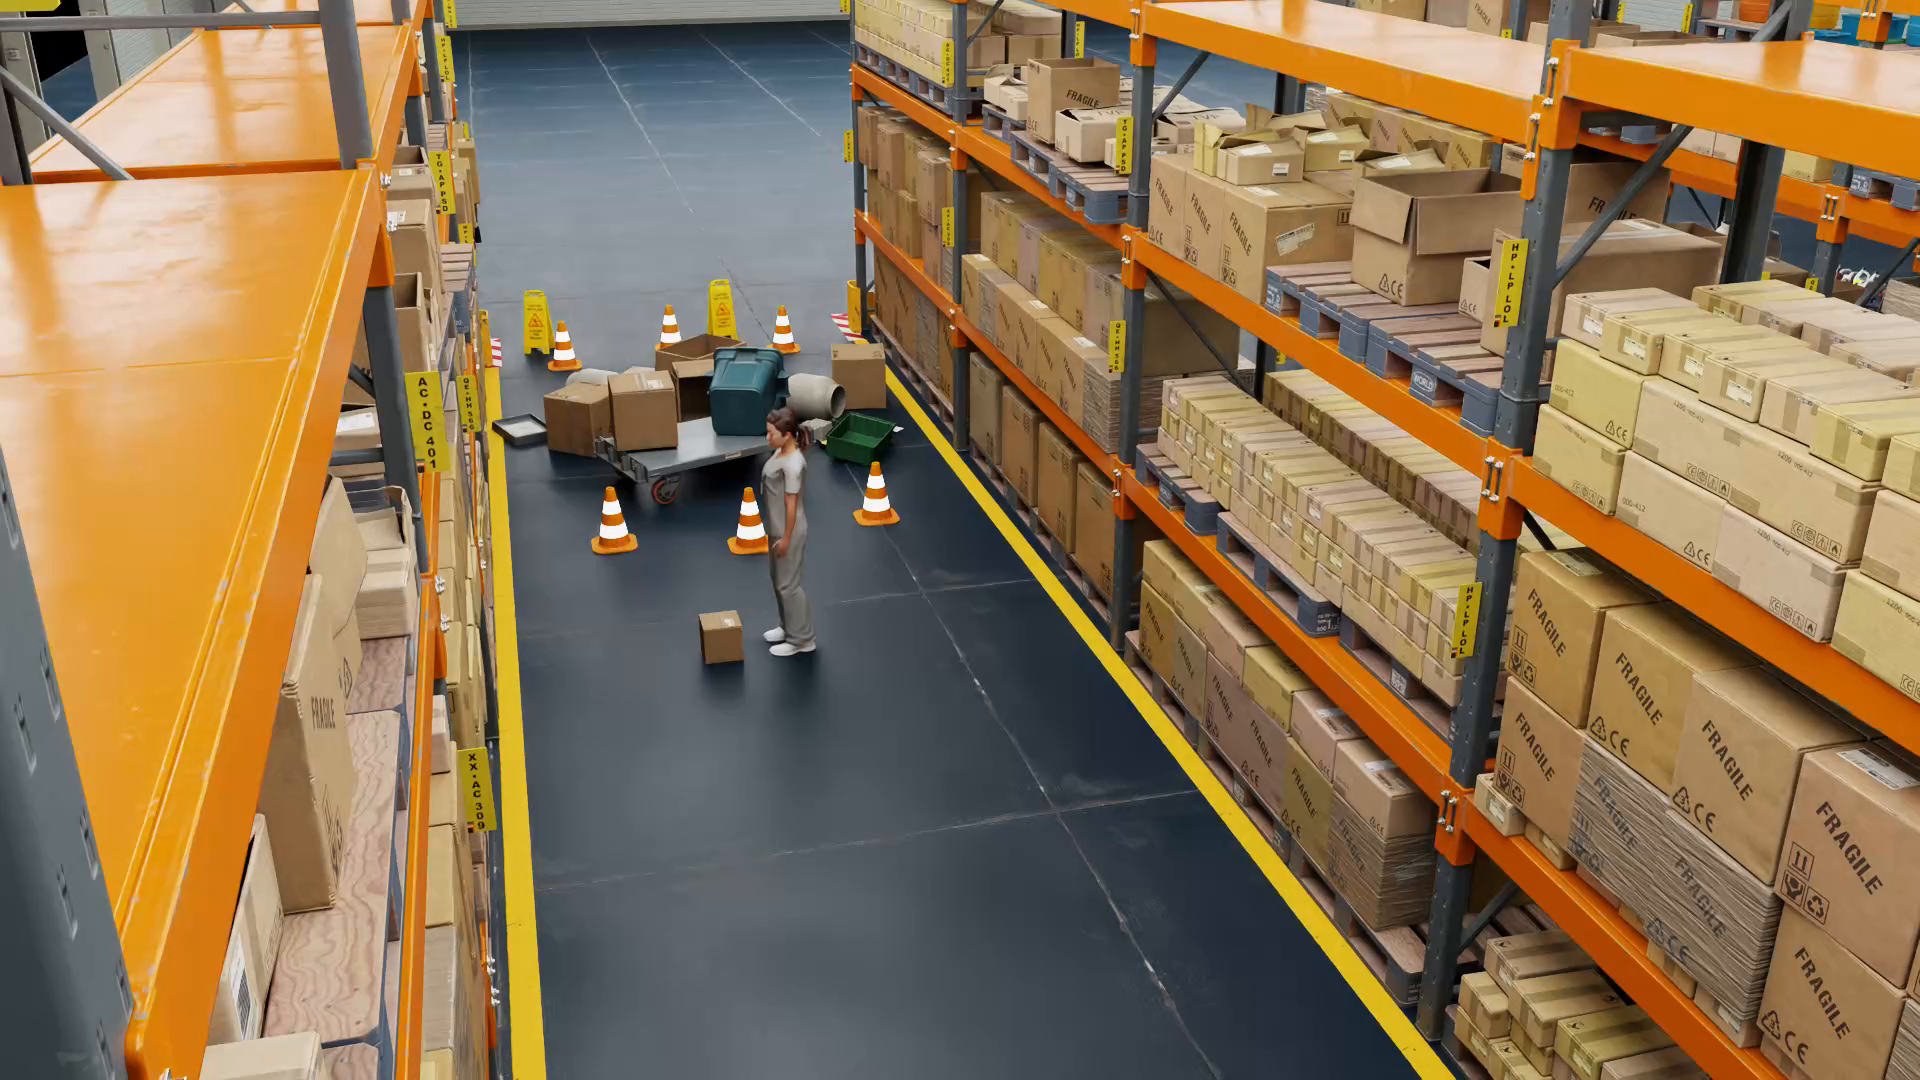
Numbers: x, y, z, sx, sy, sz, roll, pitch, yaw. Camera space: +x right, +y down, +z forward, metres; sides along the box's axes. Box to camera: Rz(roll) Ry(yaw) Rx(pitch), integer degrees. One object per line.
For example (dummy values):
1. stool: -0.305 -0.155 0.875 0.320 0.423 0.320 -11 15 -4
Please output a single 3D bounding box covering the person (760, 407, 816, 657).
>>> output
1. person: -1.106 -0.060 10.748 0.363 1.673 0.439 -6 24 -13
